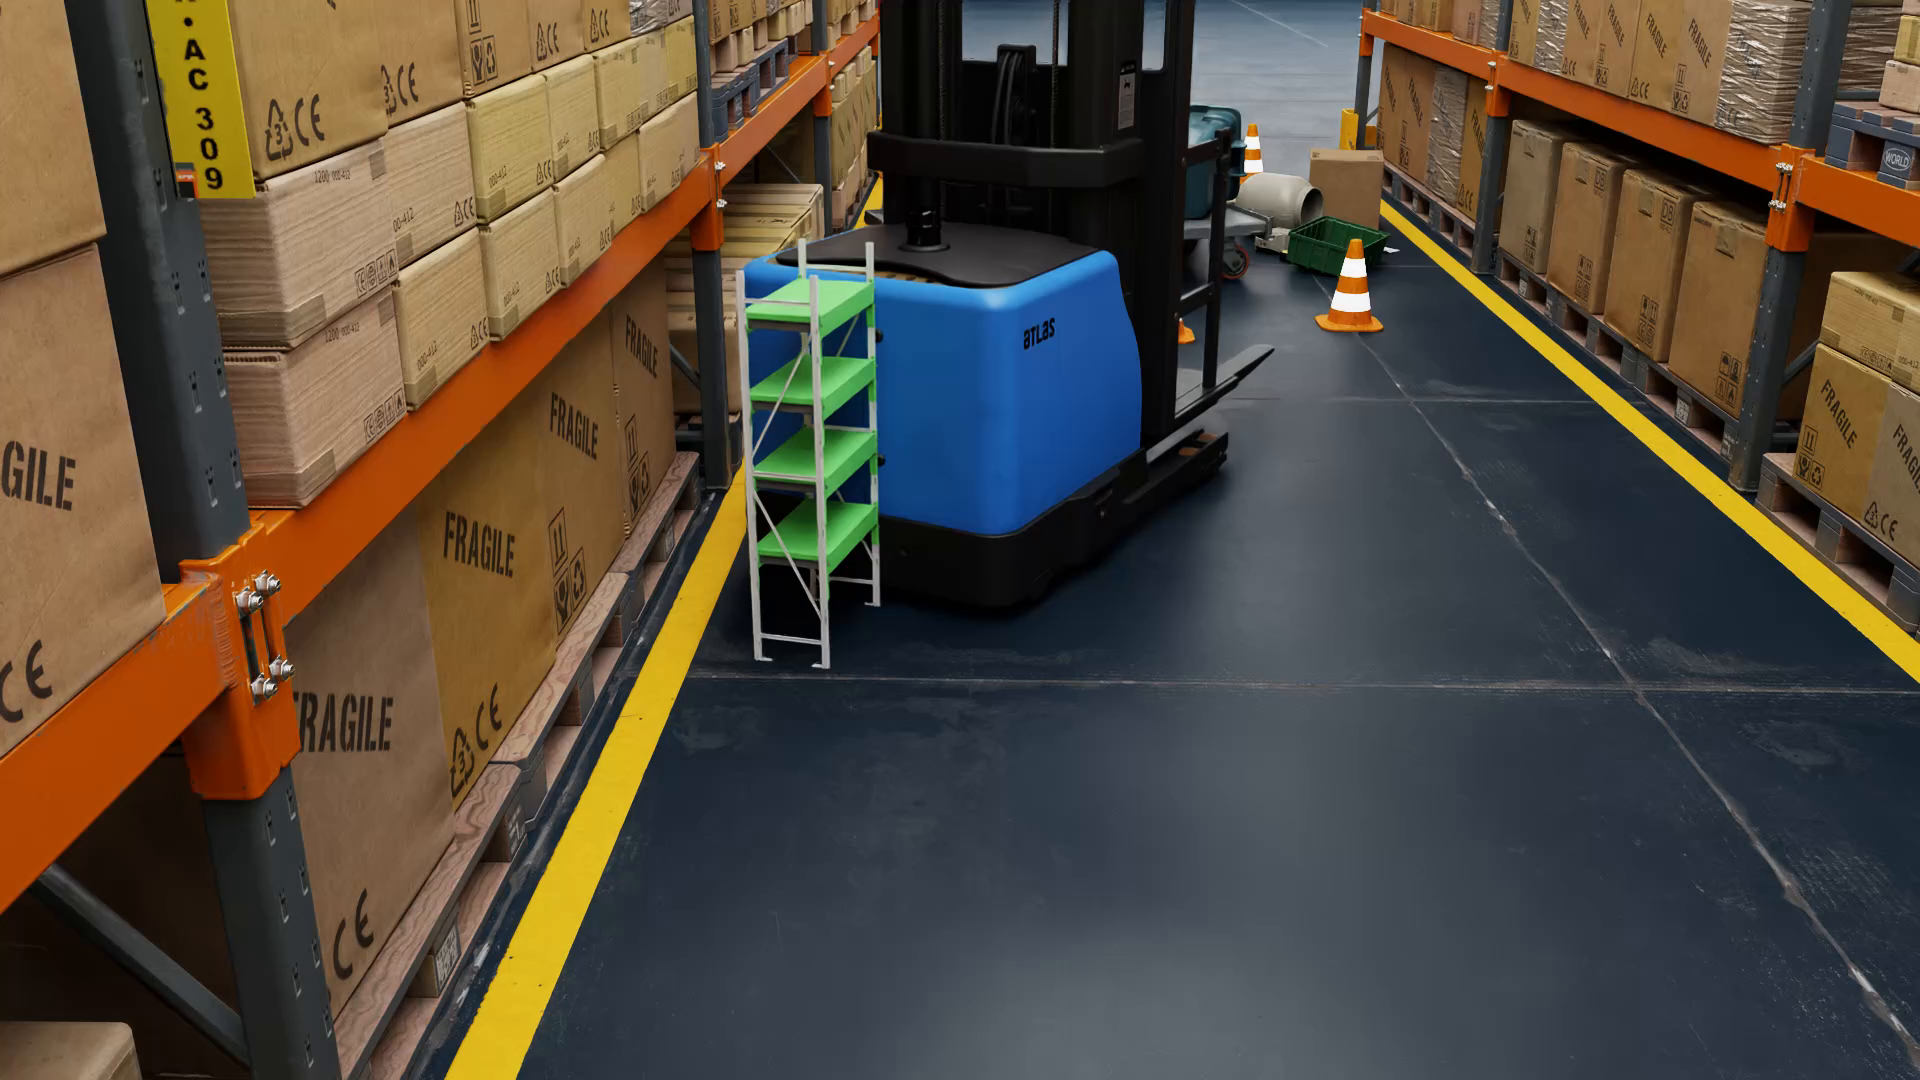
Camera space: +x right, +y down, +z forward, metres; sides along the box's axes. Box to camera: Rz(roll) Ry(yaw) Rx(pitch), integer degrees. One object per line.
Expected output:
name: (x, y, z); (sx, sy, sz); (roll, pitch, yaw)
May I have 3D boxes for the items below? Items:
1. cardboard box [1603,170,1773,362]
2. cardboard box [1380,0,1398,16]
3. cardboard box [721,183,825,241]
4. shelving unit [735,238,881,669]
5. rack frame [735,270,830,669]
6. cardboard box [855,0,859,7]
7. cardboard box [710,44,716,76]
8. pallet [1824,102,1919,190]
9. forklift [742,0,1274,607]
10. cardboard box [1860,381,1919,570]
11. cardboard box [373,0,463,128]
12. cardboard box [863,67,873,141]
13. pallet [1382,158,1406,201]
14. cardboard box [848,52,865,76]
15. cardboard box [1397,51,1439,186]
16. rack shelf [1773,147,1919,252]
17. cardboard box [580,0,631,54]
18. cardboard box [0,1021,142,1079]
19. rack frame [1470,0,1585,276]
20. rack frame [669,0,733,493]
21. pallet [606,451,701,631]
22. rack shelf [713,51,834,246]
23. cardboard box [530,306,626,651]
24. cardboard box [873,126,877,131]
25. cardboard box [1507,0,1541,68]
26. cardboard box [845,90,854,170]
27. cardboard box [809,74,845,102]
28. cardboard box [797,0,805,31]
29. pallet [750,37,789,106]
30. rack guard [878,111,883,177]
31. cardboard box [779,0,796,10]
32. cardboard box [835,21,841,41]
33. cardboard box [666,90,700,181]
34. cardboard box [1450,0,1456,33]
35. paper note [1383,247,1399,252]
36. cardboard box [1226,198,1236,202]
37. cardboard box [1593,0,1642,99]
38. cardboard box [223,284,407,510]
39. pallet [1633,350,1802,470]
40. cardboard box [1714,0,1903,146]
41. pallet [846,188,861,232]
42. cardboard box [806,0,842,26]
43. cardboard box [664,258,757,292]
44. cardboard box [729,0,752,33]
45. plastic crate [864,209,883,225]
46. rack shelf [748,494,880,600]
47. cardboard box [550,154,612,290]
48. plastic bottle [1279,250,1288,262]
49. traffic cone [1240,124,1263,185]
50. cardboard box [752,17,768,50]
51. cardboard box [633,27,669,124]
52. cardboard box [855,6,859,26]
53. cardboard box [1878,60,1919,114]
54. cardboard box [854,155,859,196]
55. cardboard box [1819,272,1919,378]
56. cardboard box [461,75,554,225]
cardboard box: (3.675, -1.276, 7.701); (1.050, 0.750, 0.750); (1, 21, 2)
cardboard box: (3.821, -4.422, 13.071); (0.875, 0.550, 0.550); (1, 21, 2)
cardboard box: (-1.299, -1.839, 9.674); (0.950, 0.372, 0.625); (1, 21, 2)
shelving unit: (-0.445, -0.268, 5.060); (0.258, 1.200, 0.503); (6, 22, 15)
rack frame: (-0.511, -0.183, 4.841); (0.240, 1.200, 0.015); (6, 22, 15)
cardboard box: (-0.978, -3.946, 11.501); (0.500, 0.500, 0.500); (1, 21, 2)
cardboard box: (-1.169, -1.908, 6.566); (0.380, 0.149, 0.250); (-1, 21, -2)
pallet: (3.629, -1.246, 5.358); (1.213, 0.211, 1.003); (1, 21, 2)
forklift: (0.429, -1.642, 6.210); (1.130, 2.935, 3.031); (11, 24, 27)
cardboard box: (3.255, -0.190, 5.246); (0.500, 0.500, 0.500); (1, 21, 2)
cardboard box: (-1.240, -1.019, 2.987); (0.500, 0.500, 0.500); (1, 21, 1)
cardboard box: (-0.940, -3.287, 12.537); (0.500, 0.500, 0.500); (1, 21, 4)
pallet: (3.841, -2.896, 13.202); (1.003, 0.211, 1.213); (1, 21, 2)
cardboard box: (-0.892, -3.458, 12.082); (0.380, 0.149, 0.250); (2, 21, 4)
cardboard box: (3.808, -3.128, 12.300); (0.875, 0.875, 0.875); (0, 21, 1)
rack shelf: (3.483, -0.535, 4.257); (1.077, 0.370, 4.000); (1, 21, 2)
cardboard box: (-1.190, -1.570, 4.407); (0.500, 0.500, 0.500); (1, 21, 2)
cardboard box: (-1.655, 1.059, 2.115); (0.875, 0.438, 0.875); (0, 21, 1)
rack frame: (3.665, -3.040, 9.718); (1.000, 3.000, 0.127); (1, 21, 2)
rack frame: (-1.407, -1.612, 6.037); (1.000, 3.000, 0.127); (1, 21, 2)
pallet: (-1.506, -0.028, 5.808); (1.003, 0.211, 1.213); (1, 21, 2)
rack shelf: (-1.346, -2.000, 8.030); (1.077, 0.370, 4.000); (1, 21, 2)
cardboard box: (-1.542, -0.246, 4.873); (0.875, 0.875, 0.875); (1, 21, 2)
cardboard box: (-0.920, -3.114, 13.129); (0.500, 0.250, 0.500); (1, 21, 1)
cardboard box: (3.380, -2.900, 9.217); (0.500, 0.500, 0.500); (1, 21, 2)
cardboard box: (-0.993, -2.726, 11.091); (0.500, 0.500, 0.500); (1, 21, 4)
cardboard box: (-0.934, -2.879, 10.589); (0.380, 0.149, 0.250); (1, 21, 2)
cardboard box: (-1.023, -2.759, 8.760); (0.380, 0.149, 0.250); (0, 21, 1)
pallet: (-1.388, -2.239, 7.917); (1.003, 0.211, 1.213); (1, 21, 2)
rack guard: (-1.166, -3.312, 13.873); (1.175, 0.500, 0.348); (1, 21, 2)
cardboard box: (-1.106, -2.904, 8.236); (0.500, 0.500, 0.500); (1, 21, 3)
cardboard box: (-0.979, -3.329, 10.809); (0.380, 0.149, 0.250); (1, 21, 3)
cardboard box: (-1.163, -1.356, 5.585); (0.500, 0.250, 0.500); (0, 21, 0)
cardboard box: (3.793, -3.637, 11.048); (0.875, 0.550, 0.550); (1, 21, 2)
paper note: (2.781, -1.909, 10.907); (0.147, 0.020, 0.142); (-16, 26, -35)
cardboard box: (1.877, -2.407, 11.866); (0.396, 0.266, 0.258); (4, 22, 11)
cardboard box: (3.332, -2.353, 7.808); (0.500, 0.500, 0.500); (1, 21, 2)
cardboard box: (-1.251, -0.252, 2.739); (0.500, 0.250, 0.500); (0, 21, 0)
pallet: (3.643, -0.578, 7.227); (1.003, 0.211, 1.213); (1, 21, 2)
cardboard box: (3.289, -1.806, 6.400); (0.500, 0.500, 0.500); (1, 21, 2)
pallet: (-1.266, -2.444, 12.035); (1.003, 0.211, 1.213); (1, 21, 2)
cardboard box: (-0.993, -3.399, 10.094); (0.500, 0.500, 0.500); (1, 21, 1)
cardboard box: (-1.365, -1.054, 7.650); (0.950, 0.372, 0.625); (0, 21, 1)
cardboard box: (-1.153, -2.342, 6.787); (0.500, 0.500, 0.500); (2, 21, 4)
plastic crate: (-0.418, -2.256, 11.732); (0.402, 0.080, 0.583); (-7, 22, -17)
rack shelf: (-0.445, 0.016, 5.170); (0.258, 0.148, 0.480); (6, 22, 15)
cardboard box: (-1.181, -0.805, 4.164); (0.500, 0.250, 0.500); (0, 21, 1)
plastic bottle: (2.165, -1.787, 10.549); (0.133, 0.061, 0.283); (-11, 24, -26)
traffic cone: (2.352, -3.127, 13.449); (0.336, 0.463, 0.334); (1, 21, 2)
cardboard box: (-1.114, -2.390, 7.808); (0.380, 0.149, 0.250); (1, 21, 3)
cardboard box: (-1.180, -1.412, 5.037); (0.500, 0.250, 0.500); (0, 21, 0)
cardboard box: (-0.930, -3.787, 11.988); (0.380, 0.149, 0.250); (0, 21, 1)
cardboard box: (3.328, -1.513, 5.549); (0.380, 0.149, 0.250); (0, 21, 1)
cardboard box: (-0.979, -2.567, 11.720); (0.500, 0.250, 0.500); (0, 21, 1)
cardboard box: (3.281, -0.727, 5.595); (0.500, 0.250, 0.500); (0, 21, -1)
cardboard box: (-1.204, -0.856, 3.604); (0.500, 0.250, 0.500); (1, 21, 2)
